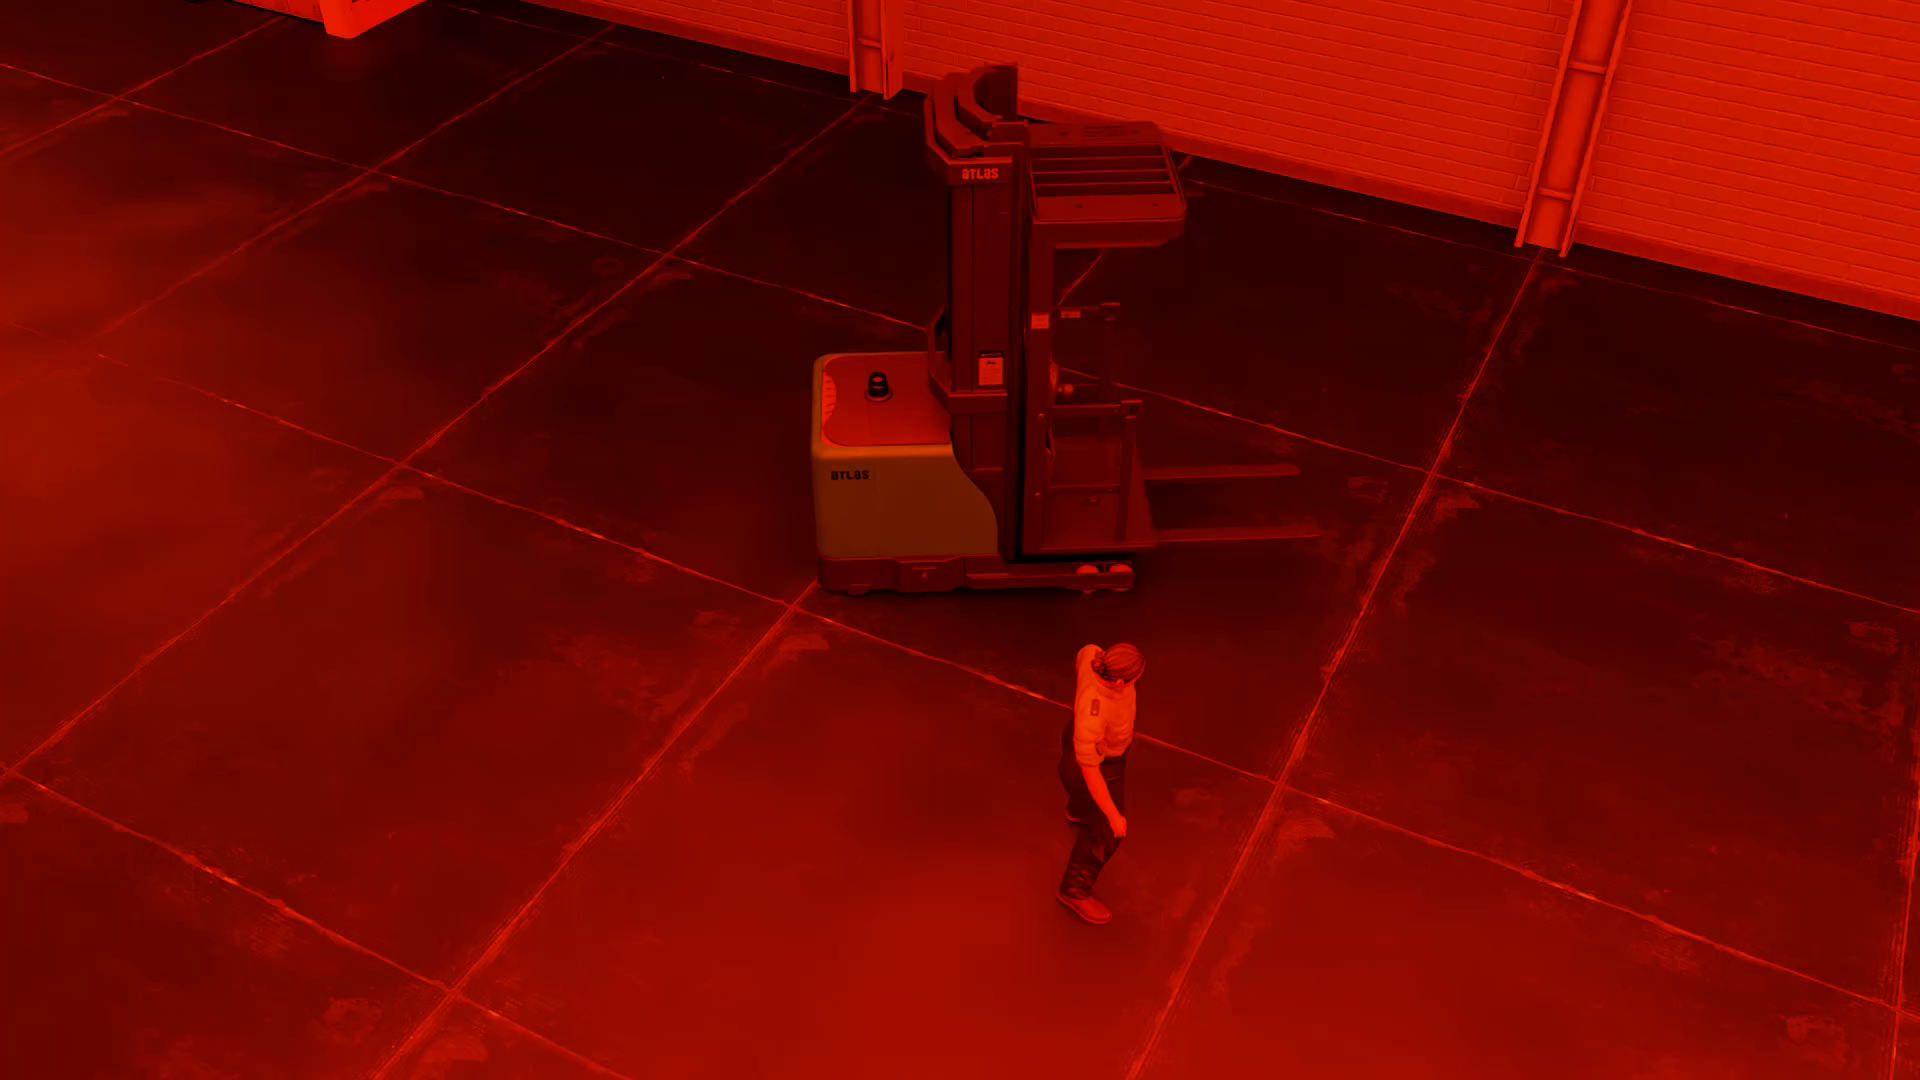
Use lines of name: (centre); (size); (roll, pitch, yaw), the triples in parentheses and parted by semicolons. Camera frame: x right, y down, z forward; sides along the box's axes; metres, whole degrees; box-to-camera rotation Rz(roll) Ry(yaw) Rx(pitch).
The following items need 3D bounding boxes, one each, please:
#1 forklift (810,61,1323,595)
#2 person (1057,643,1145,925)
forklift: (0.645, -1.150, 9.351); (3.031, 2.935, 1.130); (-2, 40, -2)
person: (0.645, 1.012, 7.825); (0.353, 1.607, 0.867); (4, 40, 5)
